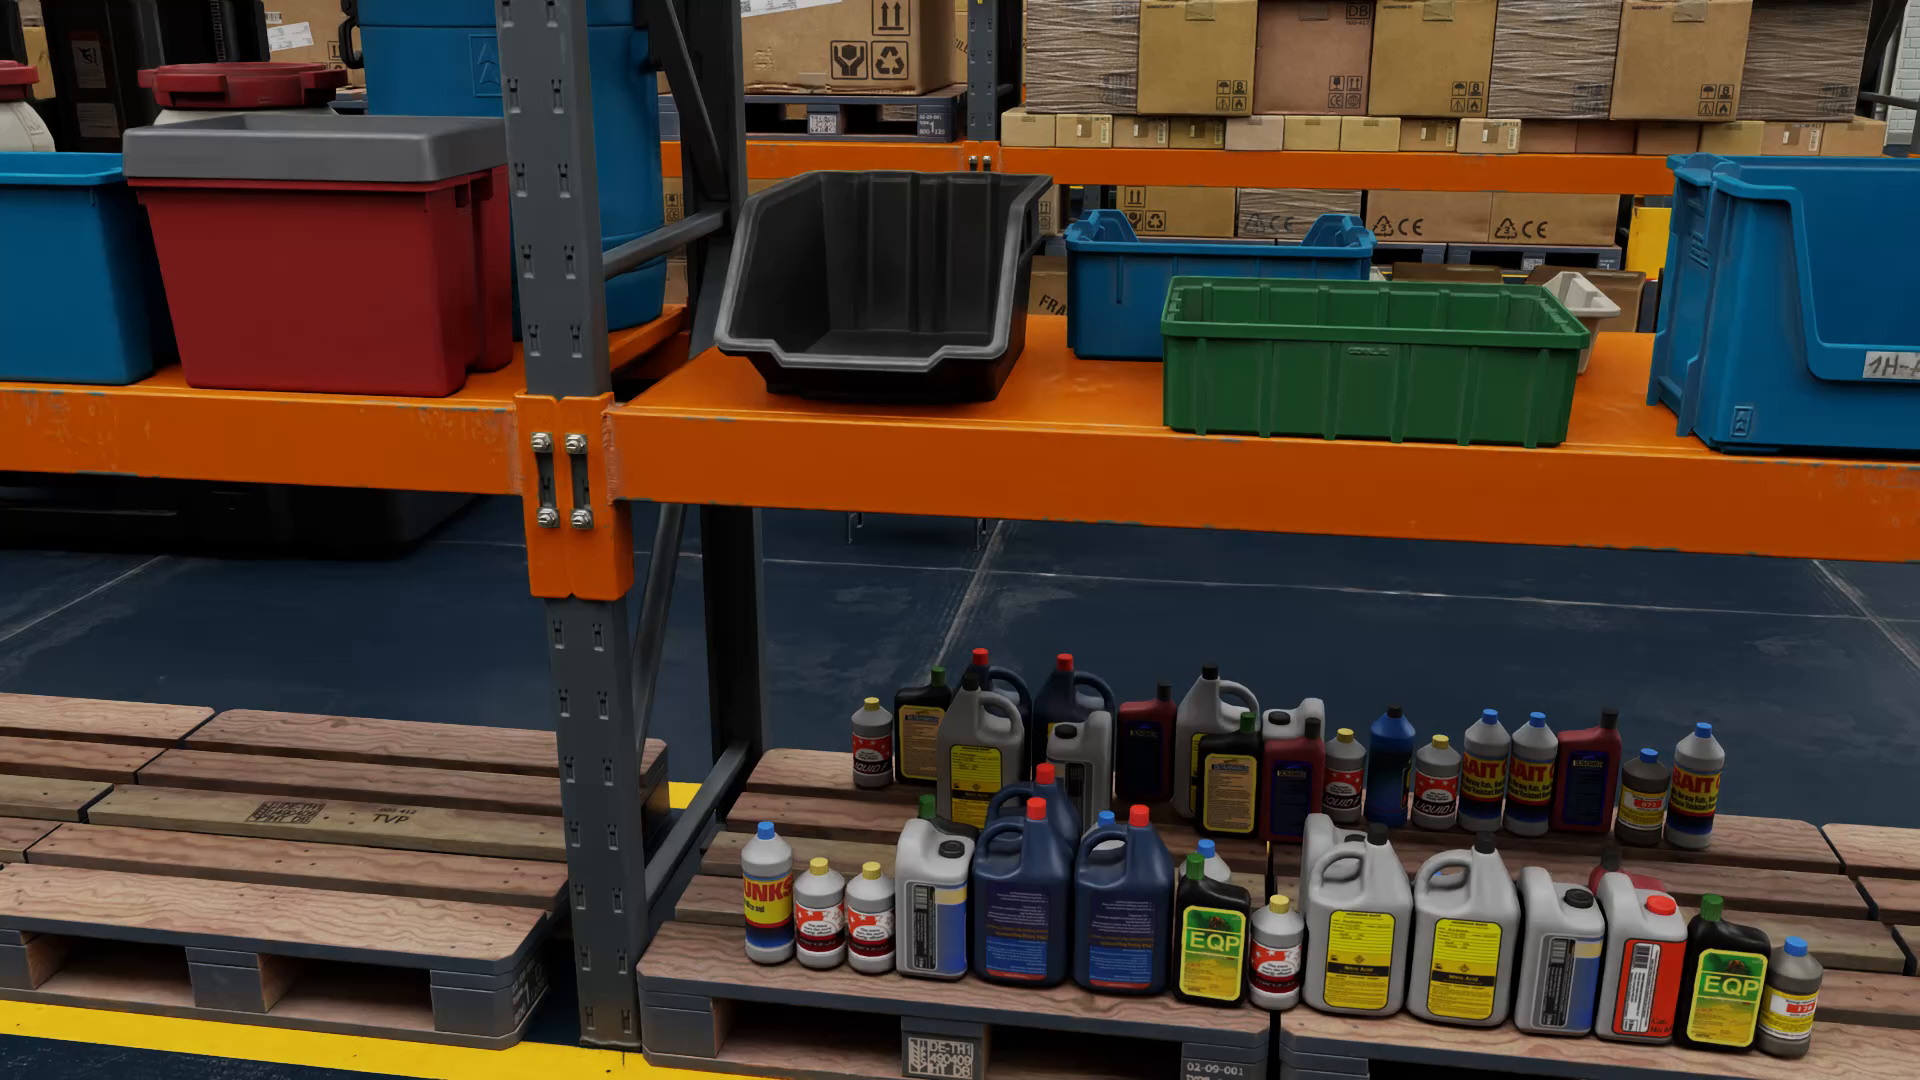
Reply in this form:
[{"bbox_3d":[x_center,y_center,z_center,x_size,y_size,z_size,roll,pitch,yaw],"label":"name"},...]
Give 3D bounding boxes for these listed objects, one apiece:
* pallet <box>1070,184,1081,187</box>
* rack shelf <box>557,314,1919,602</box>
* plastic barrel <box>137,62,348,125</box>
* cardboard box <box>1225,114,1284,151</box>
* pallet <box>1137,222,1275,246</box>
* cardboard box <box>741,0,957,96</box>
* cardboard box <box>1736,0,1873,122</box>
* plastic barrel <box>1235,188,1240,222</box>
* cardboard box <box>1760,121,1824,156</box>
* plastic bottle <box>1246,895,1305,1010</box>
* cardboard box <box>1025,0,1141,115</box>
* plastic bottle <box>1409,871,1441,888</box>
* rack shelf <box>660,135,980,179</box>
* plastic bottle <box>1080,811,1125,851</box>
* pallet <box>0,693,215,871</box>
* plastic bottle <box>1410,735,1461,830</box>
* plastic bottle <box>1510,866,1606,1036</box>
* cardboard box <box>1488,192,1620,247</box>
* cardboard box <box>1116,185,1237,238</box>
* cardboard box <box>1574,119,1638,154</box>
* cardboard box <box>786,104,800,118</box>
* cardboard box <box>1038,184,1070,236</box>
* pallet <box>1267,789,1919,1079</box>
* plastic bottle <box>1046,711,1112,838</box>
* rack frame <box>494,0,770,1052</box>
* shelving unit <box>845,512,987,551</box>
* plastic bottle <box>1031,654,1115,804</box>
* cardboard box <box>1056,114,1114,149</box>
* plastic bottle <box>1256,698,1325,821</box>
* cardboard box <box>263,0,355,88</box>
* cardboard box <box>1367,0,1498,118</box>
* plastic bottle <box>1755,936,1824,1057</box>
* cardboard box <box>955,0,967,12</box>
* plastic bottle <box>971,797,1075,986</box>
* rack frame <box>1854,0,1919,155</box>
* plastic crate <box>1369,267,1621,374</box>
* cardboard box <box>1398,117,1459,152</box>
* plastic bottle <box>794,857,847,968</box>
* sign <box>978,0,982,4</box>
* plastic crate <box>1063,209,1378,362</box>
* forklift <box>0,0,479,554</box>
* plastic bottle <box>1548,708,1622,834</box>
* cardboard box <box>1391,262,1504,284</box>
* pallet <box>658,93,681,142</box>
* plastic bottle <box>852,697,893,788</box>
[{"bbox_3d":[0.976,-3.944,17.758,1.213,0.211,1.003,3,19,9],"label":"pallet"},{"bbox_3d":[1.362,-0.129,3.096,4.000,0.370,1.077,3,19,9],"label":"rack shelf"},{"bbox_3d":[-1.522,-0.753,3.611,0.433,0.535,0.433,0,18,0],"label":"plastic barrel"},{"bbox_3d":[1.322,-1.843,7.480,0.250,0.149,0.380,3,19,9],"label":"cardboard box"},{"bbox_3d":[1.798,-2.287,12.804,1.213,0.211,1.003,3,19,9],"label":"pallet"},{"bbox_3d":[-0.589,-2.690,8.009,1.000,1.000,1.000,3,19,9],"label":"cardboard box"},{"bbox_3d":[3.584,-2.146,7.364,0.500,0.500,0.875,3,19,9],"label":"cardboard box"},{"bbox_3d":[2.423,-2.873,14.224,0.512,0.421,0.421,-15,24,-38],"label":"plastic barrel"},{"bbox_3d":[3.561,-1.765,7.247,0.250,0.149,0.380,3,19,9],"label":"cardboard box"},{"bbox_3d":[0.581,0.749,3.054,0.097,0.201,0.097,0,18,0],"label":"plastic bottle"},{"bbox_3d":[0.607,-2.269,7.732,0.500,0.500,0.875,3,19,9],"label":"cardboard box"},{"bbox_3d":[0.884,0.718,3.147,0.097,0.201,0.097,0,18,0],"label":"plastic bottle"},{"bbox_3d":[-1.802,-1.882,8.336,4.000,0.370,1.077,3,19,9],"label":"rack shelf"},{"bbox_3d":[0.281,0.654,3.227,0.097,0.271,0.097,0,18,0],"label":"plastic bottle"},{"bbox_3d":[-2.602,0.663,3.989,1.213,0.211,1.003,3,19,9],"label":"pallet"},{"bbox_3d":[1.061,0.532,3.702,0.097,0.201,0.097,0,18,0],"label":"plastic bottle"},{"bbox_3d":[1.072,0.730,2.994,0.135,0.276,0.152,2,19,7],"label":"plastic bottle"},{"bbox_3d":[4.329,-2.675,12.258,0.875,0.875,0.875,3,19,9],"label":"cardboard box"},{"bbox_3d":[1.669,-2.810,12.660,0.875,0.875,0.875,3,19,9],"label":"cardboard box"},{"bbox_3d":[2.822,-1.804,7.364,0.250,0.149,0.380,3,19,9],"label":"cardboard box"},{"bbox_3d":[-2.365,-5.980,22.727,0.500,0.500,0.500,3,19,8],"label":"cardboard box"},{"bbox_3d":[0.432,-2.807,12.849,0.750,0.750,1.050,3,19,8],"label":"cardboard box"},{"bbox_3d":[1.252,0.859,3.404,1.213,0.211,1.003,3,19,9],"label":"pallet"},{"bbox_3d":[0.260,0.511,3.647,0.135,0.276,0.152,3,19,9],"label":"plastic bottle"},{"bbox_3d":[-0.613,-0.571,3.283,0.127,3.000,1.000,3,19,9],"label":"rack frame"},{"bbox_3d":[-0.163,-0.577,6.138,0.503,1.200,0.258,3,19,9],"label":"shelving unit"},{"bbox_3d":[0.258,0.428,3.778,0.185,0.351,0.144,2,19,6],"label":"plastic bottle"},{"bbox_3d":[0.582,-1.882,7.597,0.250,0.149,0.380,3,19,9],"label":"cardboard box"},{"bbox_3d":[0.737,0.489,3.713,0.135,0.276,0.152,3,19,10],"label":"plastic bottle"},{"bbox_3d":[-3.237,-2.556,8.396,0.500,0.500,0.500,1,19,2],"label":"cardboard box"},{"bbox_3d":[2.092,-2.201,7.529,0.500,0.500,0.875,3,19,9],"label":"cardboard box"},{"bbox_3d":[1.454,0.793,2.921,0.097,0.201,0.097,0,18,0],"label":"plastic bottle"},{"bbox_3d":[0.060,-4.242,12.520,0.500,0.500,0.700,3,19,8],"label":"cardboard box"},{"bbox_3d":[0.119,0.647,3.124,0.185,0.351,0.144,3,19,10],"label":"plastic bottle"},{"bbox_3d":[4.122,-1.922,7.319,0.127,3.000,1.000,3,19,9],"label":"rack frame"},{"bbox_3d":[1.031,-0.444,3.318,0.437,0.136,0.530,3,19,9],"label":"plastic crate"},{"bbox_3d":[2.075,-1.829,7.438,0.250,0.149,0.380,3,19,9],"label":"cardboard box"},{"bbox_3d":[-0.267,0.706,3.184,0.097,0.201,0.097,0,18,0],"label":"plastic bottle"},{"bbox_3d":[0.088,-2.498,7.217,0.005,0.325,0.100,3,19,9],"label":"sign"},{"bbox_3d":[0.523,-0.530,3.394,0.616,0.251,0.499,3,19,9],"label":"plastic crate"},{"bbox_3d":[-3.431,-1.528,6.250,3.031,2.935,1.130,2,19,7],"label":"forklift"},{"bbox_3d":[1.375,0.504,3.658,0.133,0.283,0.061,3,19,10],"label":"plastic bottle"},{"bbox_3d":[2.298,-1.029,7.928,0.500,0.500,0.500,5,19,14],"label":"cardboard box"},{"bbox_3d":[-1.815,-2.146,8.293,1.213,0.211,1.003,3,19,9],"label":"pallet"},{"bbox_3d":[-0.205,0.468,3.894,0.097,0.201,0.097,0,18,0],"label":"plastic bottle"}]
